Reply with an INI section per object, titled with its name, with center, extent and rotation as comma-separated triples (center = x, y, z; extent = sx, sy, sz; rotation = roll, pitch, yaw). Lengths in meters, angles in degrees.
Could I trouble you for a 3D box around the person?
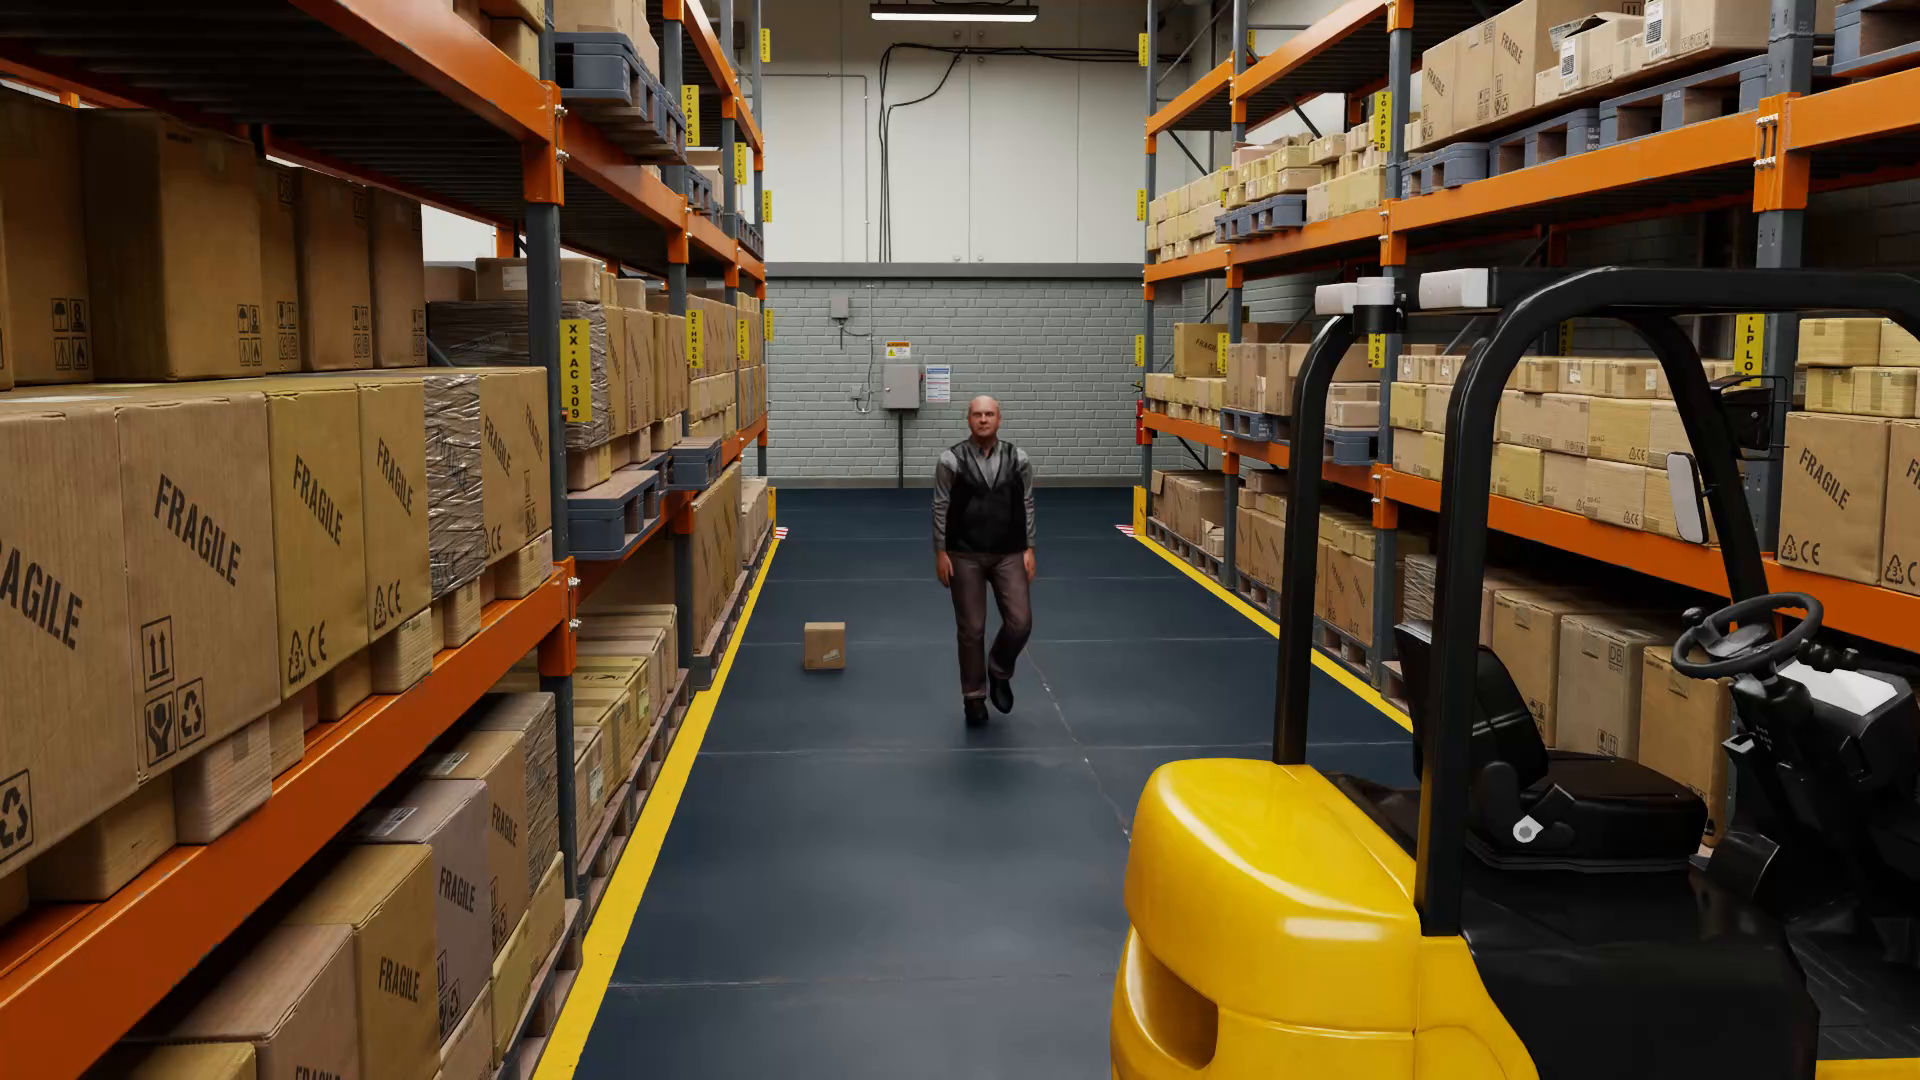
[person]
center = 0.134, 0.097, 8.809
extent = 0.565, 1.714, 0.463
rotation = -1, 7, -7
